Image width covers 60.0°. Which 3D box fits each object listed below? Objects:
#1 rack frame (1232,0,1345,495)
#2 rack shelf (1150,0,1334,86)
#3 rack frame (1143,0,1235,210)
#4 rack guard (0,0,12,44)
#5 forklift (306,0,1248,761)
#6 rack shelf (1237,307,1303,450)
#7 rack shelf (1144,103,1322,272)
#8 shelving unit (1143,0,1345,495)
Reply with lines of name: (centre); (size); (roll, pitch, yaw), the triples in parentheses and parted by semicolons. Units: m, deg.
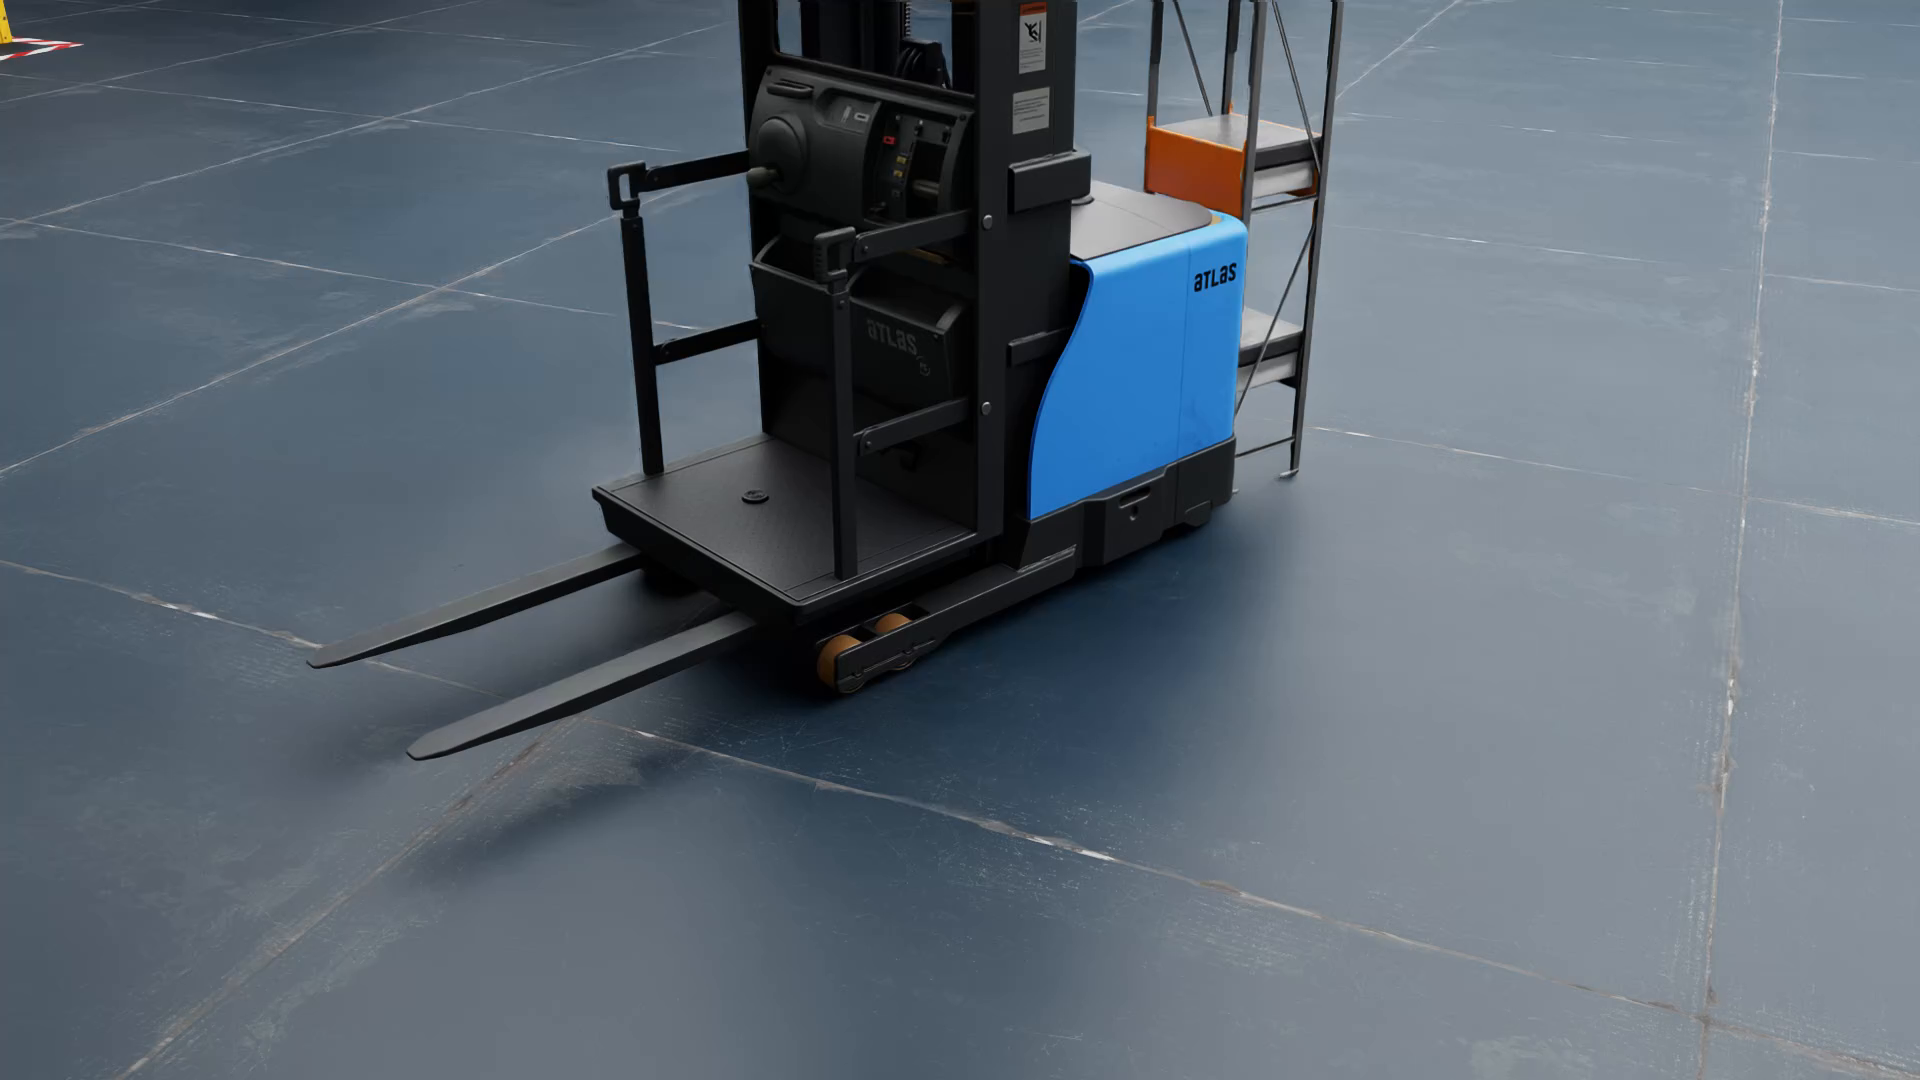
rack frame: (1.110, -1.146, 5.701); (0.400, 2.100, 0.015); (-18, 31, -32)
rack shelf: (0.966, -1.849, 5.575); (0.431, 0.518, 0.480); (-18, 31, -32)
rack frame: (0.821, -1.320, 6.054); (0.400, 2.100, 0.015); (-18, 31, -32)
rack guard: (-8.754, -4.437, 14.195); (0.348, 0.500, 1.175); (11, 28, 22)
forklift: (-0.462, -1.128, 4.724); (3.031, 2.935, 1.130); (-22, 34, -37)
rack shelf: (0.966, -0.593, 6.193); (0.431, 0.518, 0.480); (-18, 31, -32)
rack shelf: (0.966, -1.221, 5.884); (0.431, 0.518, 0.480); (-18, 31, -32)
shelving unit: (0.966, -1.233, 5.878); (0.431, 2.100, 0.503); (-18, 31, -32)
